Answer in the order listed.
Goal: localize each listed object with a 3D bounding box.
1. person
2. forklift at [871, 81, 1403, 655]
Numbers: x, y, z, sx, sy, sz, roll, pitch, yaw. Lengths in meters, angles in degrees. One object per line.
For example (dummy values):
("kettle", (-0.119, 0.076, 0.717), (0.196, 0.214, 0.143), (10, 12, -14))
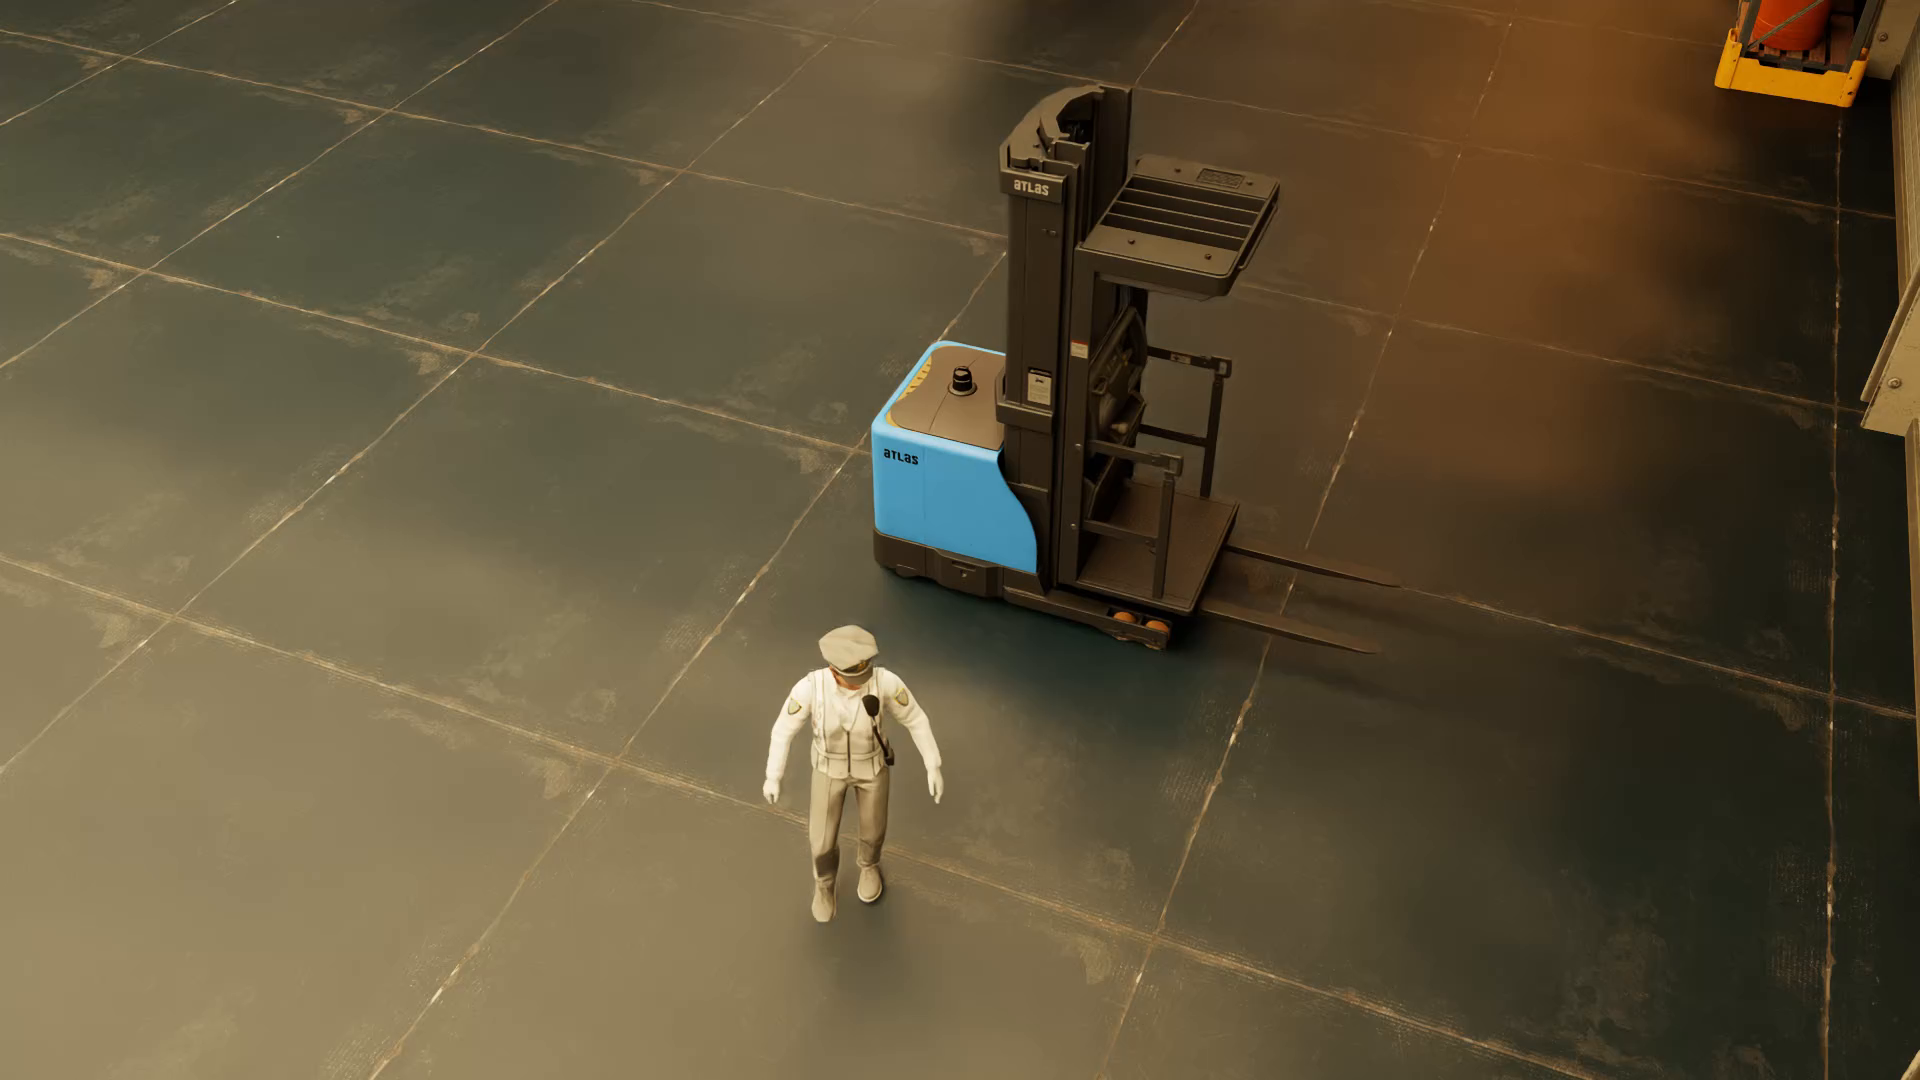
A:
("person", (-0.489, 1.111, 7.717), (0.837, 1.685, 0.442), (0, 40, 0))
("forklift", (1.048, -0.886, 9.065), (3.031, 2.935, 1.130), (15, 42, 17))
